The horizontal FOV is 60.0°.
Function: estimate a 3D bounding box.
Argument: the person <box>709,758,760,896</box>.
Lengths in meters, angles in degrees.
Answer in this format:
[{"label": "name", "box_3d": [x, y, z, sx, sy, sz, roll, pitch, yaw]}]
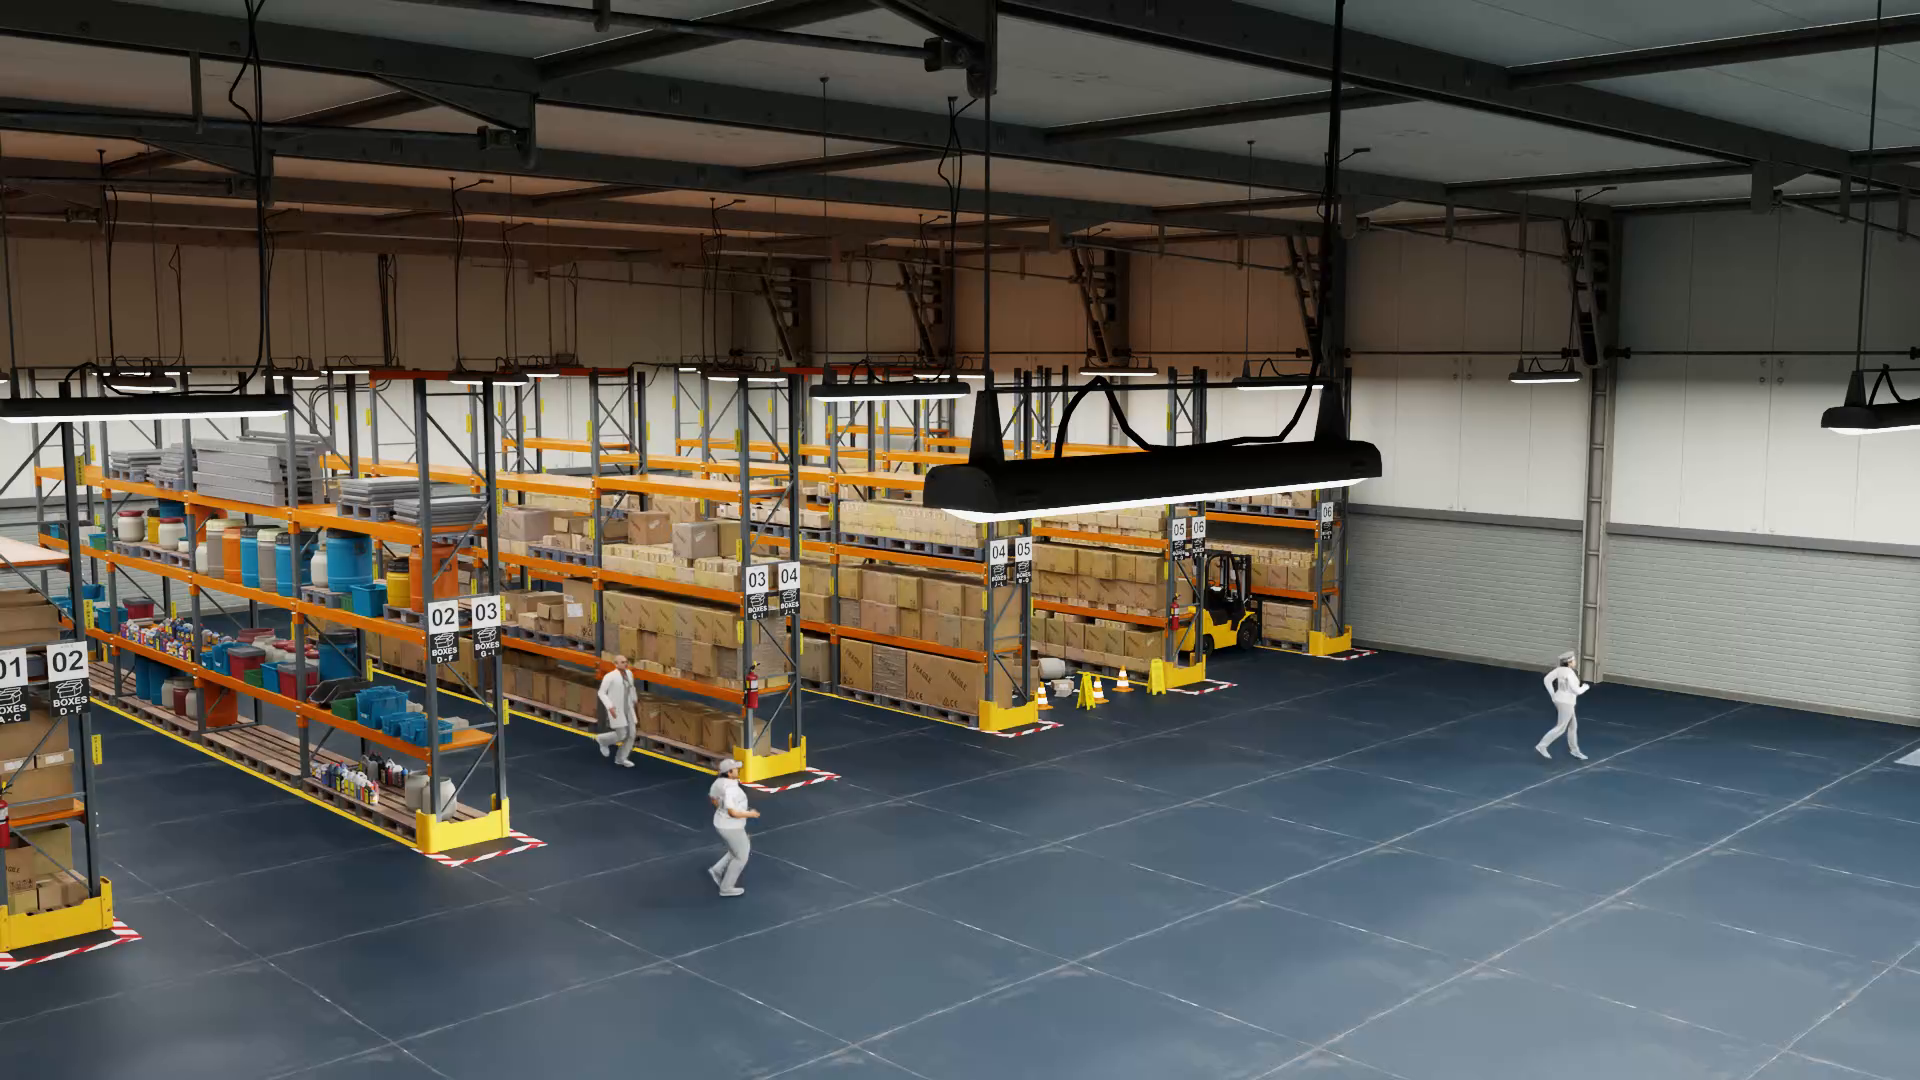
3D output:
[{"label": "person", "box_3d": [-2.630, 3.337, 19.412, 0.538, 1.620, 0.599, -3, 7, -23]}]

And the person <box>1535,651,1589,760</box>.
[{"label": "person", "box_3d": [9.344, 2.571, 25.751, 0.867, 1.717, 0.629, 0, 6, -2]}]

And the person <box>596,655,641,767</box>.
[{"label": "person", "box_3d": [-5.258, 2.603, 25.517, 0.672, 1.727, 0.695, 5, 8, 37]}]
